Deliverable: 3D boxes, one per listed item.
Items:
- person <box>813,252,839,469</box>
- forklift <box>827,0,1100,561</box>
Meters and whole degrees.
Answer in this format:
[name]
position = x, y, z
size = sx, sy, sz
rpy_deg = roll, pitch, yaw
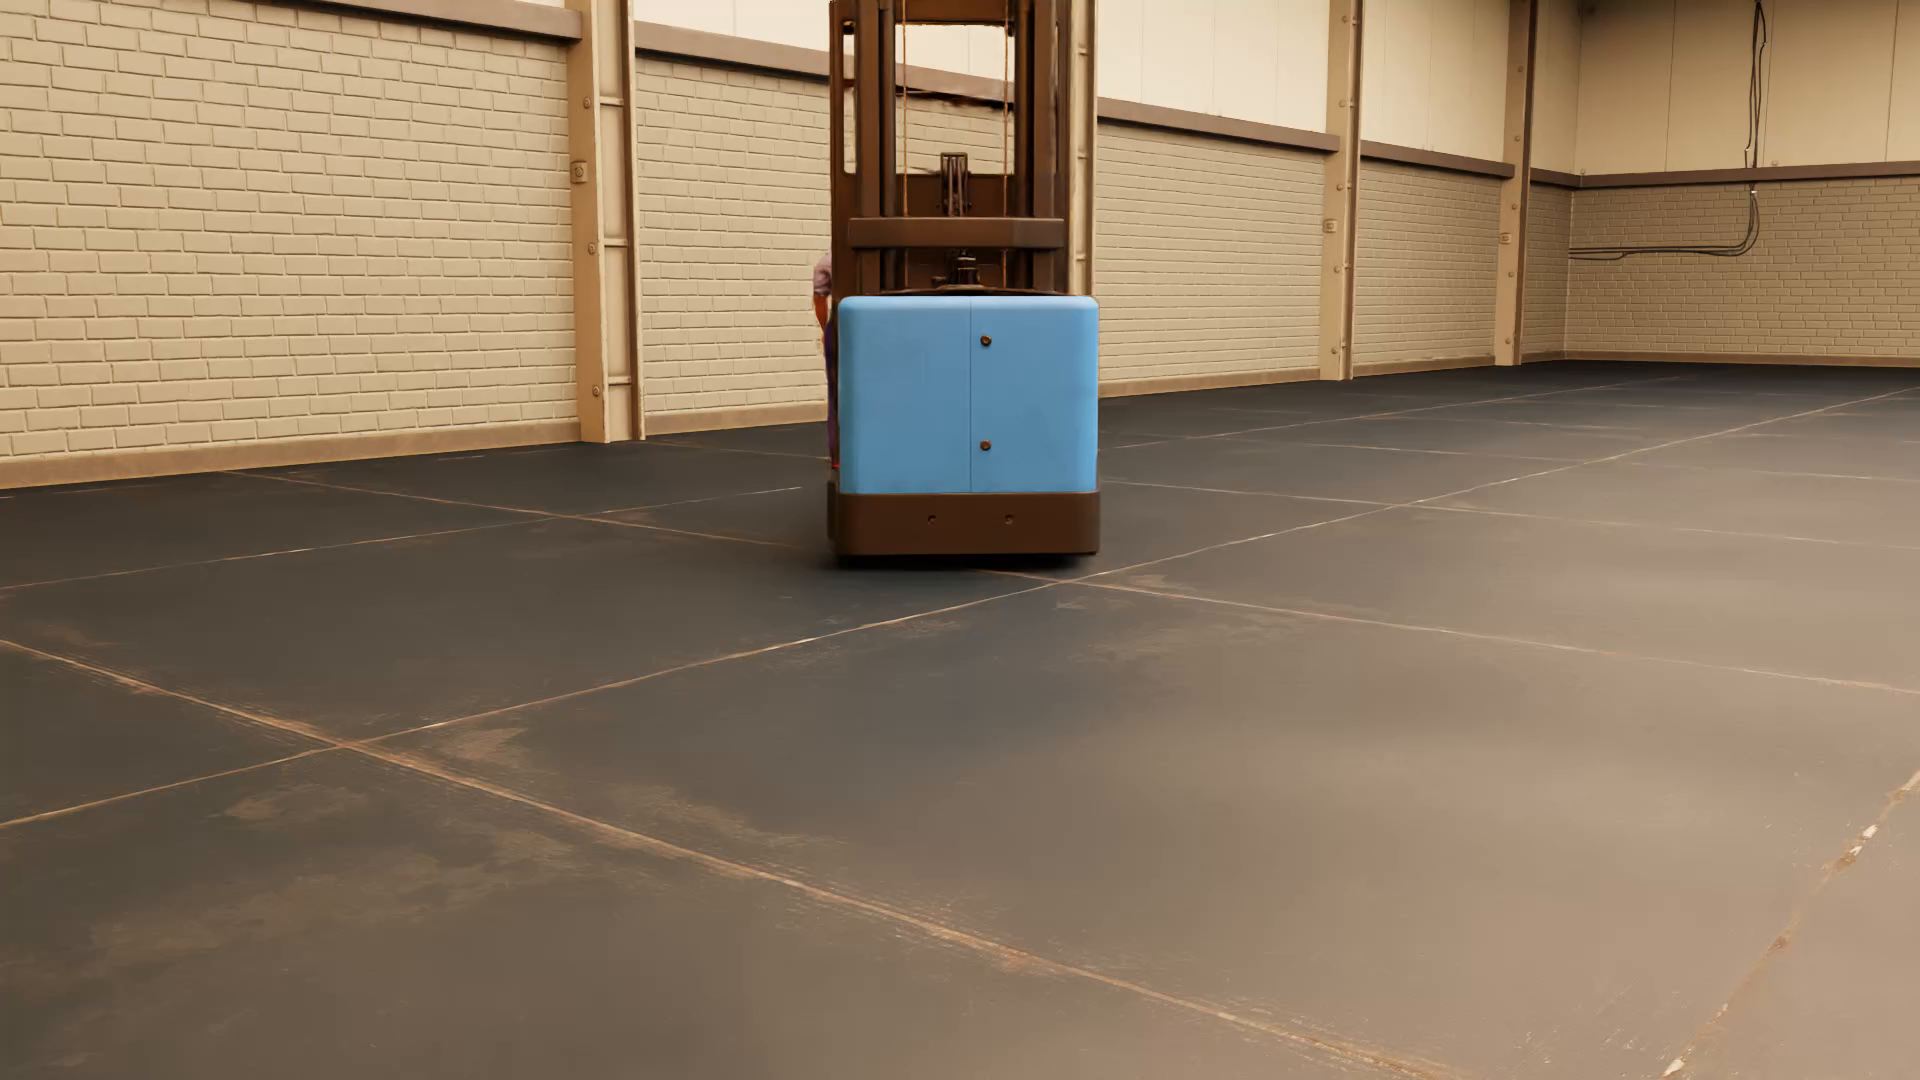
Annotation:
[person]
position = -0.627, -1.269, 10.536
size = 0.601, 1.615, 0.662
rpy_deg = 1, 8, 7
[forklift]
position = -0.063, -1.542, 7.819
size = 1.130, 2.935, 3.031
rpy_deg = -1, 8, -4
